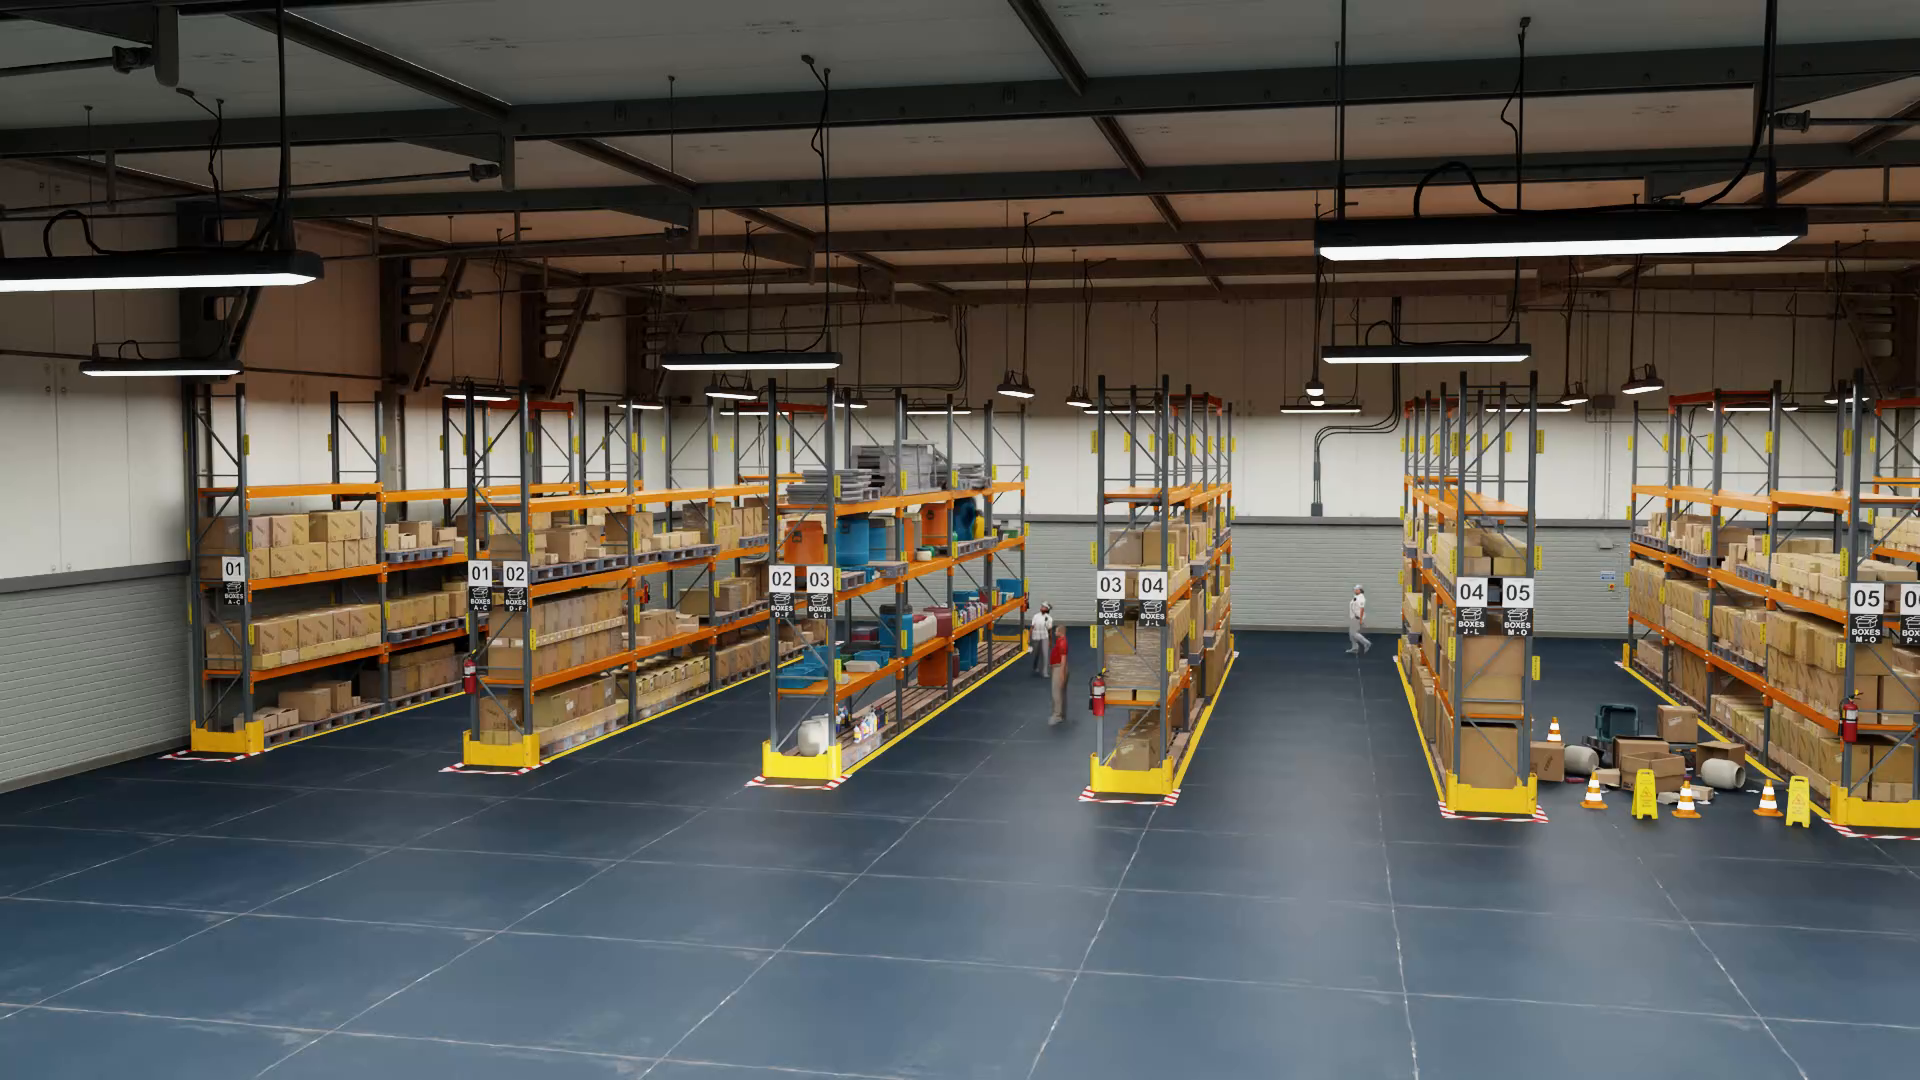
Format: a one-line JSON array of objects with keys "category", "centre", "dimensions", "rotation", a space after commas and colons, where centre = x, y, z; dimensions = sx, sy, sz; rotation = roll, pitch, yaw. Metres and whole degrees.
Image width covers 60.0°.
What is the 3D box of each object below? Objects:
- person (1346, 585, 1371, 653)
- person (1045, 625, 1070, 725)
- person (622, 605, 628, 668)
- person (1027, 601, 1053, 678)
[{"category": "person", "centre": [9.552, 1.888, 39.815], "dimensions": [0.562, 1.649, 0.503], "rotation": [0, 3, 8]}, {"category": "person", "centre": [1.774, 2.430, 30.065], "dimensions": [0.412, 1.765, 0.671], "rotation": [0, 3, 8]}, {"category": "person", "centre": [-7.067, 2.184, 35.514], "dimensions": [0.434, 1.594, 0.551], "rotation": [-3, 5, -44]}, {"category": "person", "centre": [1.720, 2.125, 35.851], "dimensions": [0.564, 1.637, 0.917], "rotation": [0, 3, -3]}]
